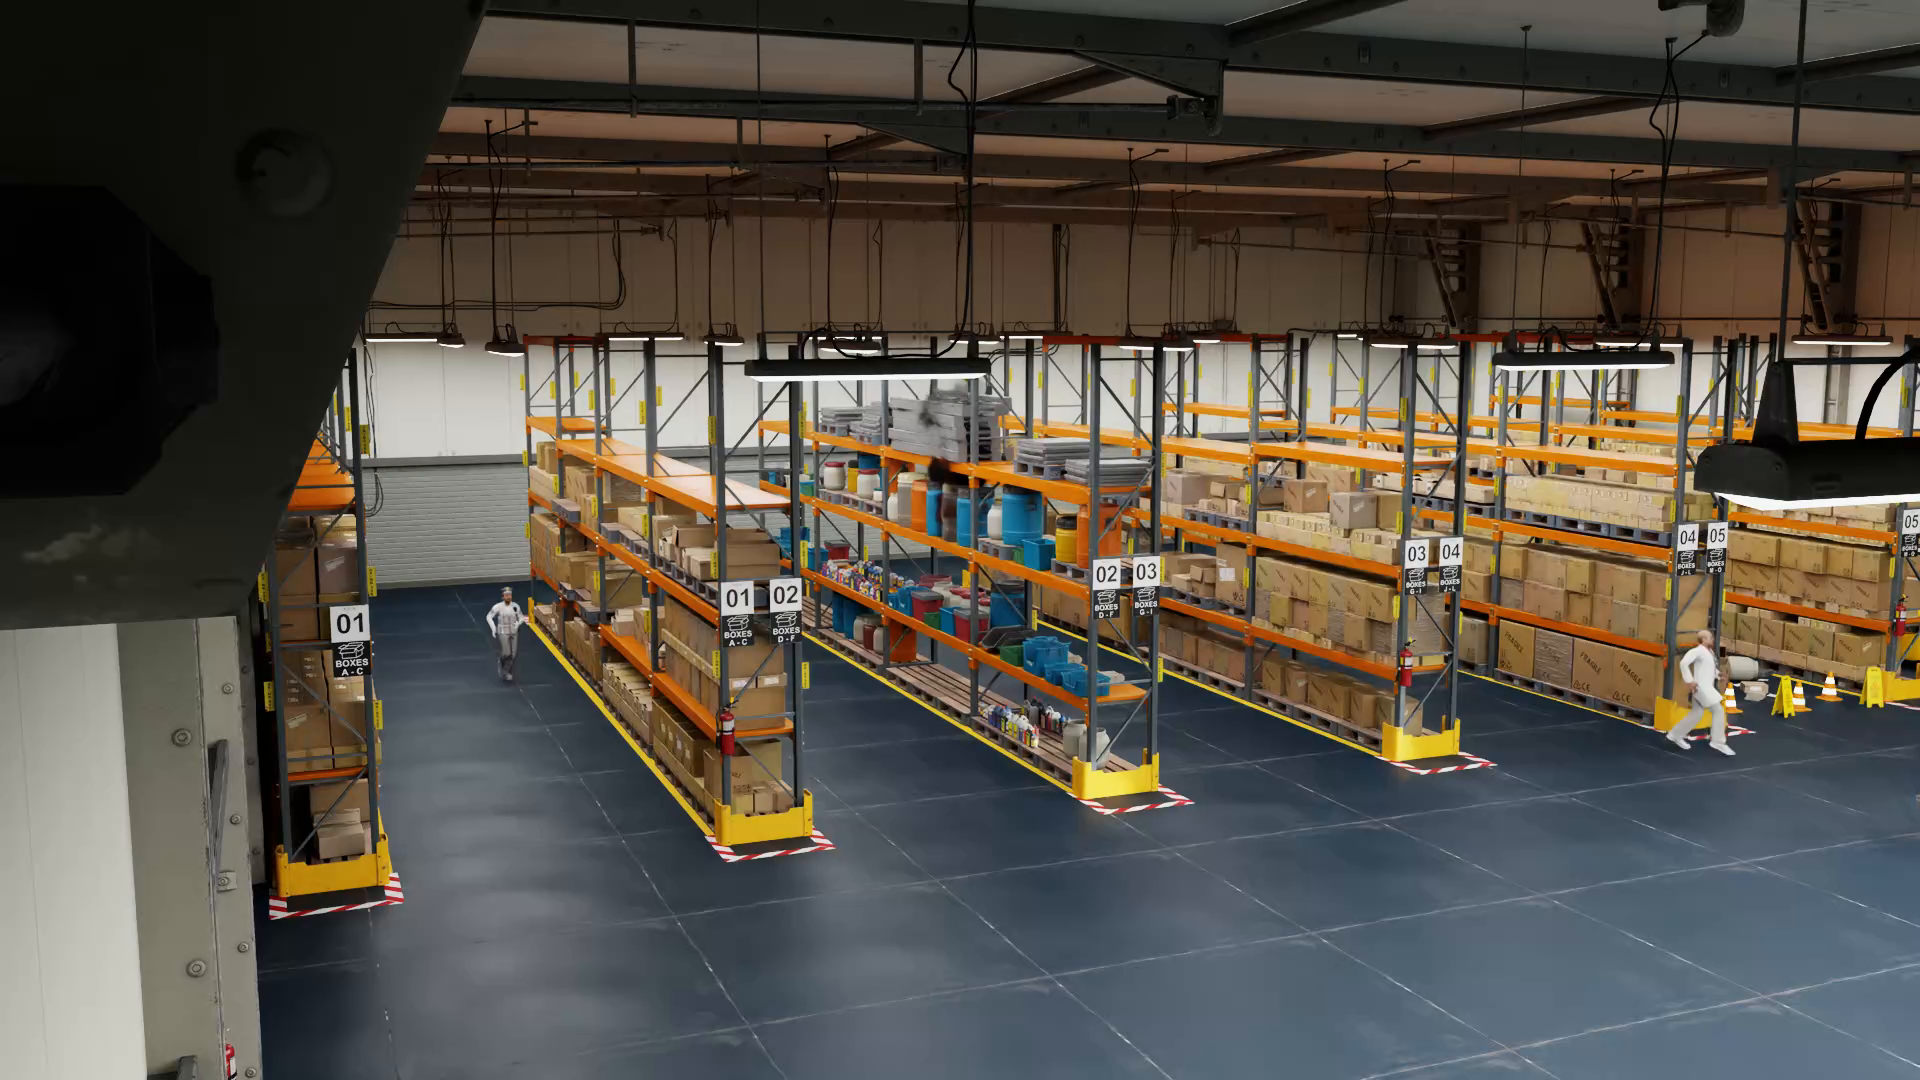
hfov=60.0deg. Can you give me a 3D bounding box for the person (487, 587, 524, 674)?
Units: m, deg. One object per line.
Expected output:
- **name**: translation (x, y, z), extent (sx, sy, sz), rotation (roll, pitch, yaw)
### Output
- **person**: translation (-7.896, 1.611, 29.071), extent (0.599, 1.589, 0.560), rotation (-5, 9, -33)

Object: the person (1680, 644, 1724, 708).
- **person**: translation (10.910, 1.994, 24.402), extent (0.606, 0.932, 0.679), rotation (4, 9, 29)
